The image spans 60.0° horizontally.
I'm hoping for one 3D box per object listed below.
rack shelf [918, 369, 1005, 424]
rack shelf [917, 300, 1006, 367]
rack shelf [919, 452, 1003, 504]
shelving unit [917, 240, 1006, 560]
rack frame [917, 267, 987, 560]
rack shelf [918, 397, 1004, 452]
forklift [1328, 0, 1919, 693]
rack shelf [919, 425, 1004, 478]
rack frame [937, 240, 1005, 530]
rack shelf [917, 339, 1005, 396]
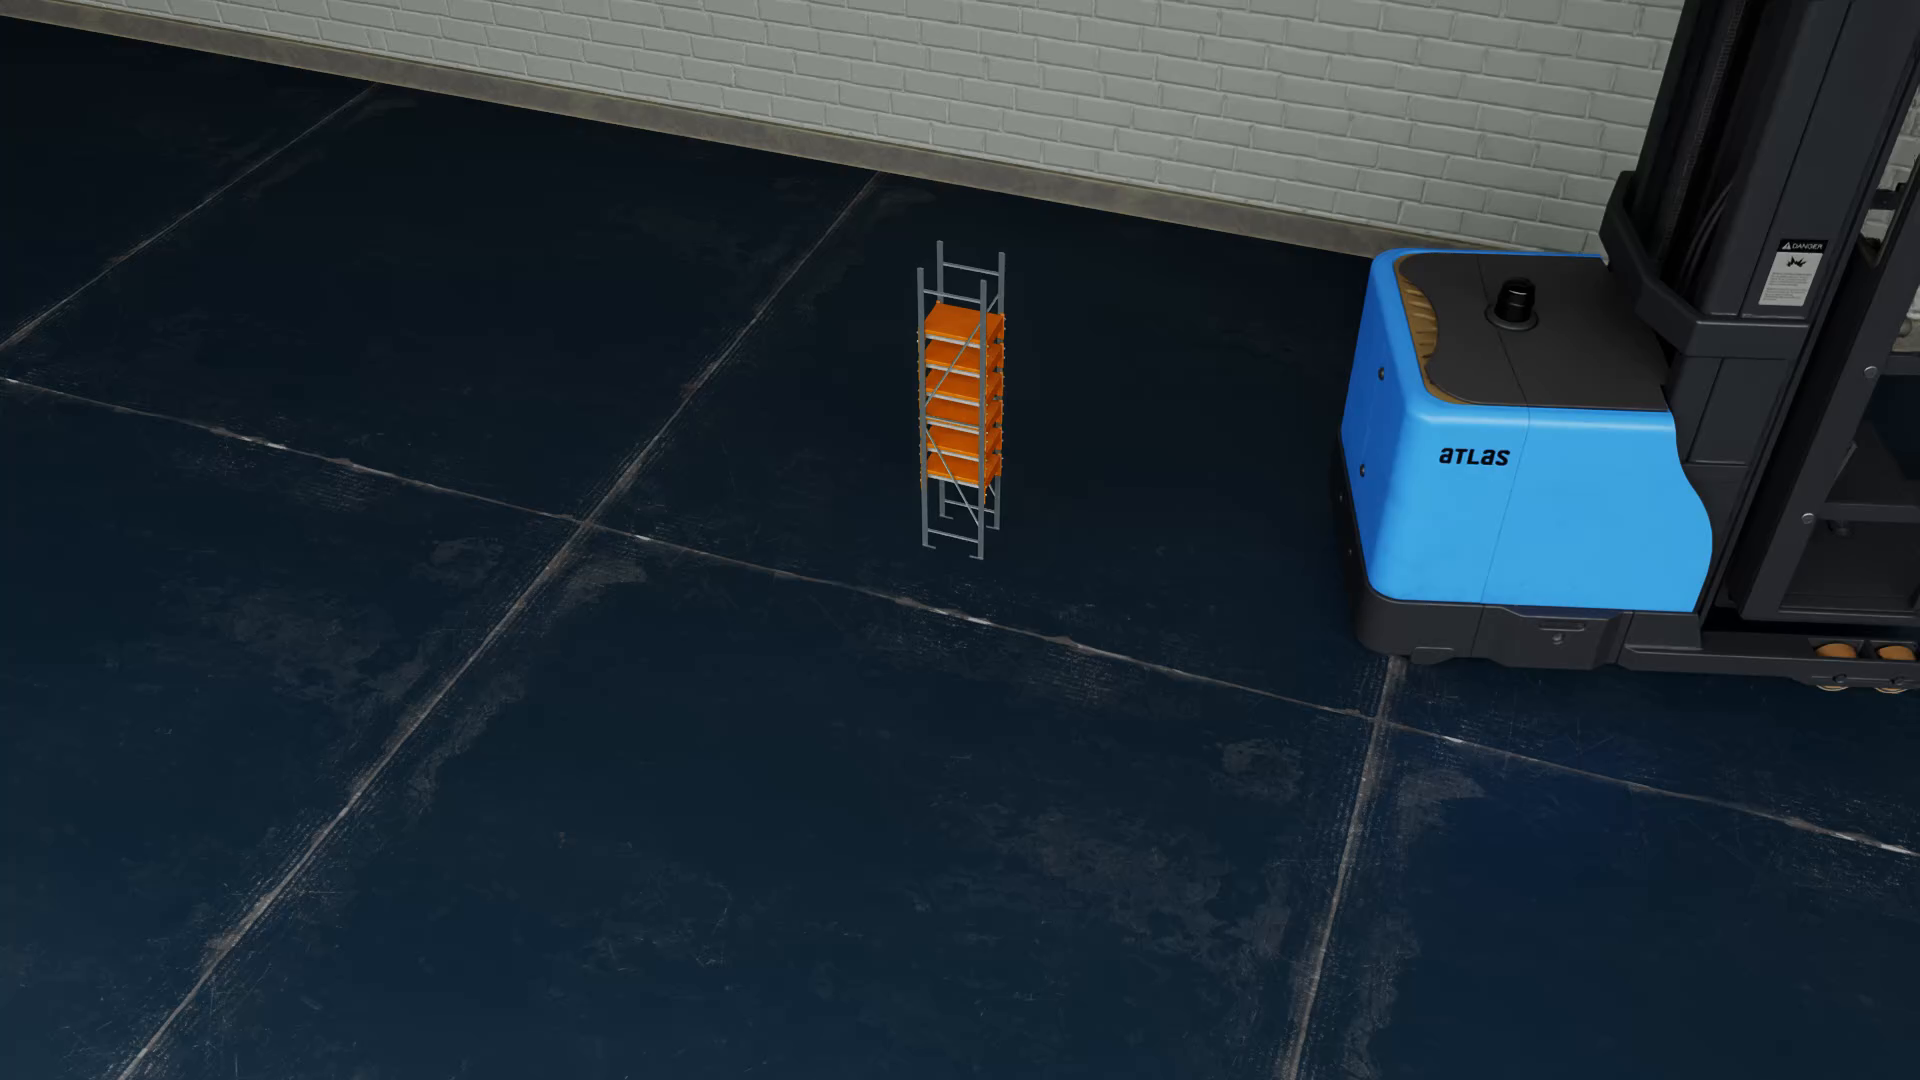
[{"bbox_3d":[0.005,-0.523,5.822,0.258,0.103,0.180,13,42,15],"label":"rack shelf"},{"bbox_3d":[0.005,-0.705,5.666,0.258,0.103,0.180,13,42,15],"label":"rack shelf"},{"bbox_3d":[0.005,-0.249,6.056,0.258,0.103,0.180,13,42,15],"label":"rack shelf"},{"bbox_3d":[0.005,-0.465,5.871,0.258,1.200,0.189,13,42,15],"label":"shelving unit"},{"bbox_3d":[-0.026,-0.409,5.806,0.240,1.200,0.006,13,42,15],"label":"rack frame"},{"bbox_3d":[0.005,-0.431,5.900,0.258,0.103,0.180,13,42,15],"label":"rack shelf"},{"bbox_3d":[2.903,-0.953,5.109,3.031,2.935,1.130,2,41,3],"label":"forklift"},{"bbox_3d":[0.005,-0.340,5.978,0.258,0.103,0.180,13,42,15],"label":"rack shelf"},{"bbox_3d":[0.036,-0.521,5.936,0.240,1.200,0.006,13,42,15],"label":"rack frame"},{"bbox_3d":[0.005,-0.614,5.744,0.258,0.103,0.180,13,42,15],"label":"rack shelf"}]
